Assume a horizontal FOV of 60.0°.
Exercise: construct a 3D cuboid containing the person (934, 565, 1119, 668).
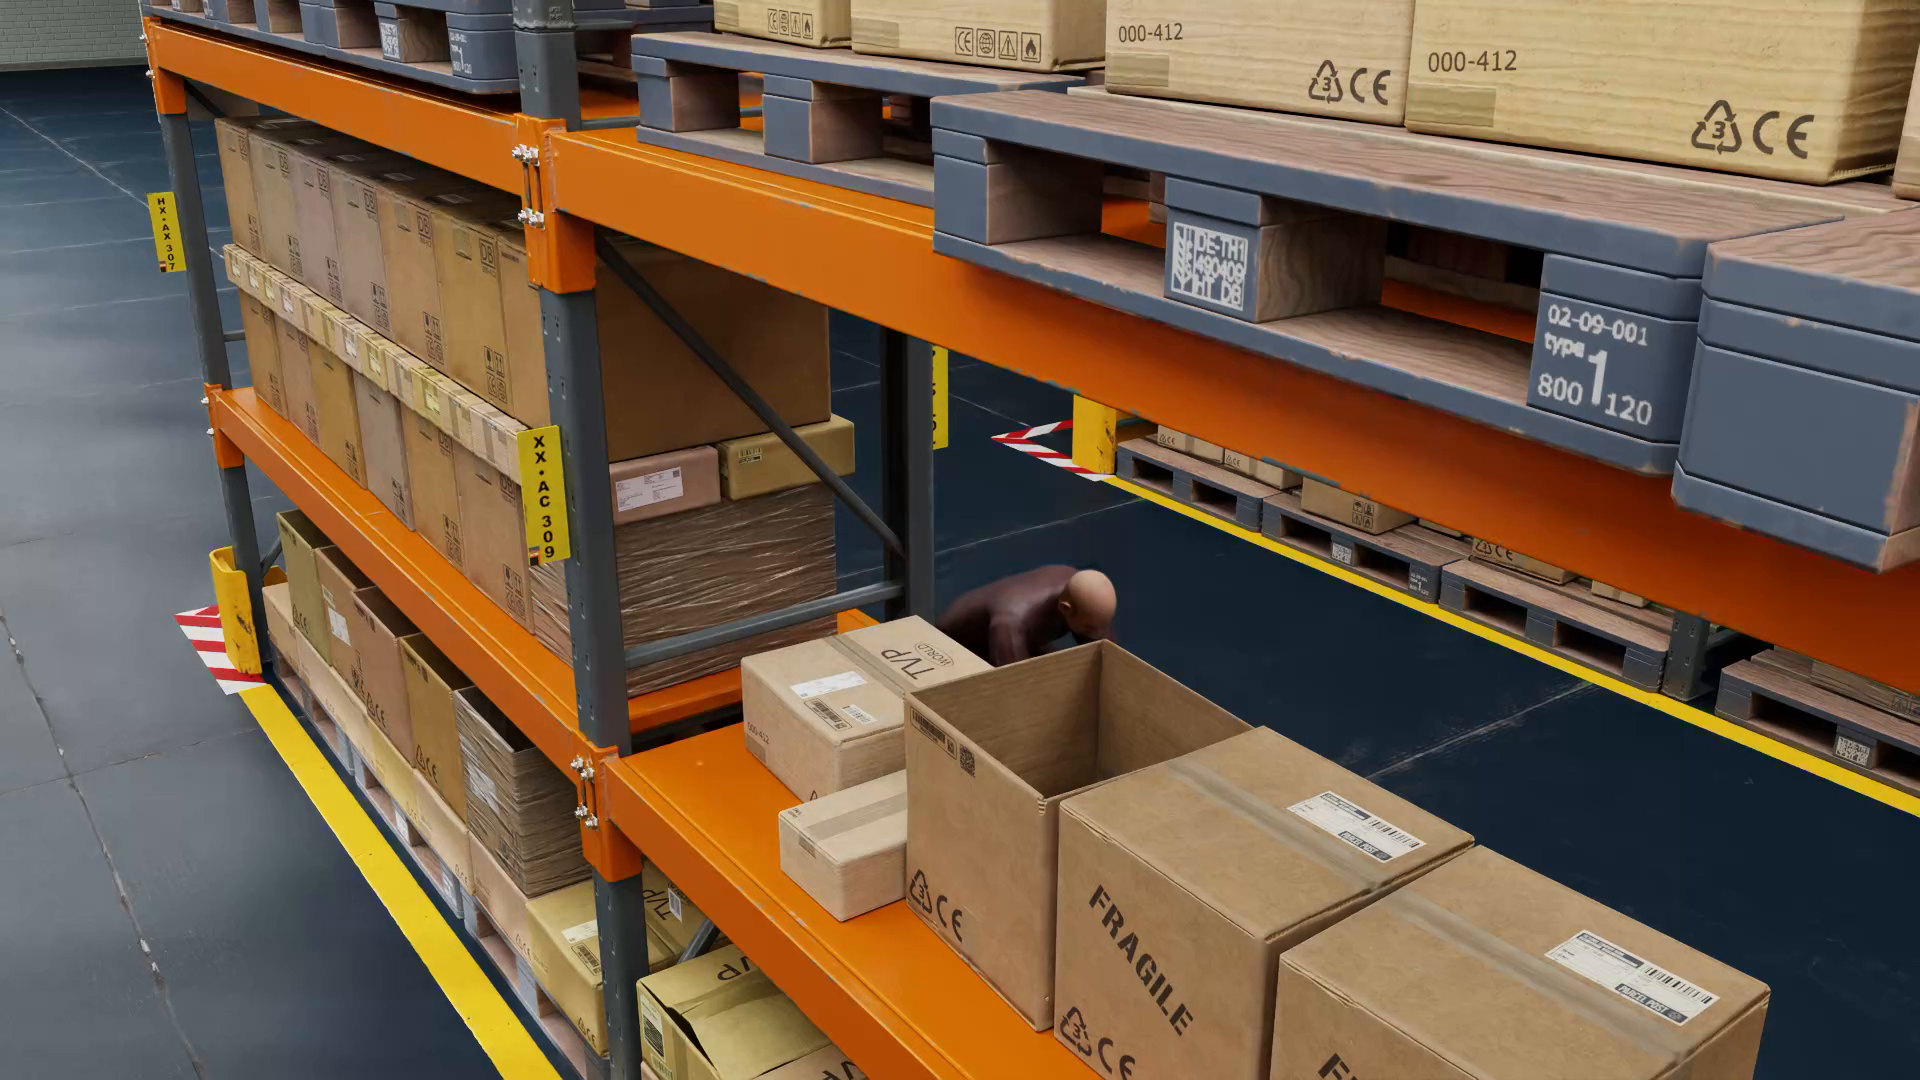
[{"bbox_3d":[0.248,0.531,6.216,0.611,1.066,0.879,-14,25,-33],"label":"person"}]
